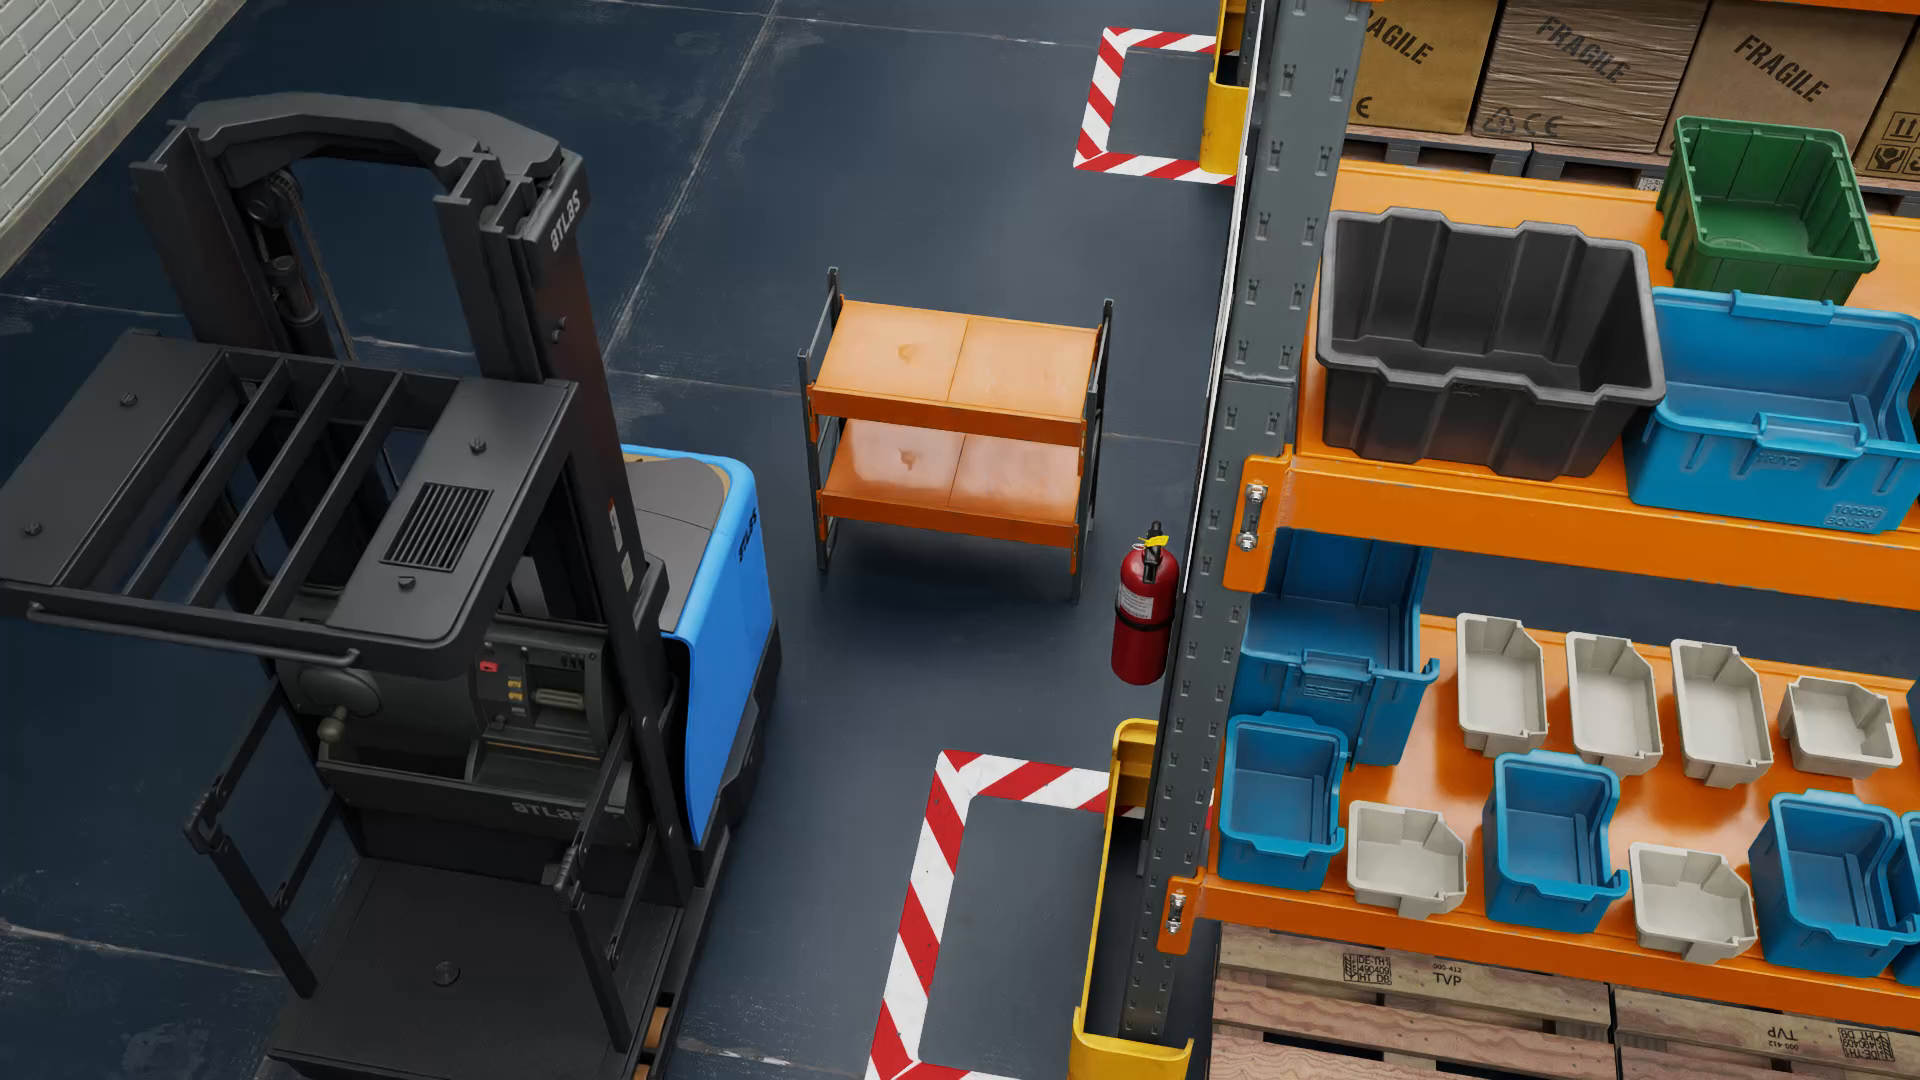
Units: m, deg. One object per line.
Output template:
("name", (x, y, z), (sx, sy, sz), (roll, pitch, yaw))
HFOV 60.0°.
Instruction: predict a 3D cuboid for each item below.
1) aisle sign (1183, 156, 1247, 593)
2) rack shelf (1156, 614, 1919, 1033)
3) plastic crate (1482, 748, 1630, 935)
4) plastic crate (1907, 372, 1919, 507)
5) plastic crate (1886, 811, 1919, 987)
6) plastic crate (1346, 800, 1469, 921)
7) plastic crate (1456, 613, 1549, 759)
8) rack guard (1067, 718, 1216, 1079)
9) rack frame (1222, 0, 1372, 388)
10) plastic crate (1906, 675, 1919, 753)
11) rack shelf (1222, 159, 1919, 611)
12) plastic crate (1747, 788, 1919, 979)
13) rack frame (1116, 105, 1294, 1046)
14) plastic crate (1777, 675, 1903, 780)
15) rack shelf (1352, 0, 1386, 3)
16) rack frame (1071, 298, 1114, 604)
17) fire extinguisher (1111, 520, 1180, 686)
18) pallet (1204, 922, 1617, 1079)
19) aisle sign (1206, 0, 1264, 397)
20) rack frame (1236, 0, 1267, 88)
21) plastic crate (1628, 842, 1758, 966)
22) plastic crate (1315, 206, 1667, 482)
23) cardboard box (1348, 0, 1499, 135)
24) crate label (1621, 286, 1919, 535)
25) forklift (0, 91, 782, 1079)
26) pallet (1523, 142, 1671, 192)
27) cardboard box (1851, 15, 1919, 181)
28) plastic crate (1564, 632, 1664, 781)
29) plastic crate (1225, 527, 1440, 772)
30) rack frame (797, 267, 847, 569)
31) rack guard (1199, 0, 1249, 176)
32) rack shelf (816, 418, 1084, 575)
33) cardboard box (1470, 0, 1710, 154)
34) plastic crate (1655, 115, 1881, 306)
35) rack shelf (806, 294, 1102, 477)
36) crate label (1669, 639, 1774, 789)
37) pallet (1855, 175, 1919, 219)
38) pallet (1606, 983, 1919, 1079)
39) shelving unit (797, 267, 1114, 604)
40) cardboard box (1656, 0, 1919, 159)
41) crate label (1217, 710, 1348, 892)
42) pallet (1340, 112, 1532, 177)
("aisle sign", (0.492, -0.300, 3.227), (0.004, 0.787, 0.394), (8, 49, 7))
("rack shelf", (2.584, 0.866, 4.411), (4.000, 0.370, 1.077), (8, 49, 7))
("plastic crate", (1.448, 0.757, 4.097), (0.300, 0.233, 0.416), (8, 49, 7))
("plastic crate", (2.070, -0.218, 2.926), (0.767, 0.338, 0.504), (8, 49, 7))
("plastic crate", (2.391, 0.884, 3.983), (0.300, 0.233, 0.416), (8, 49, 7))
("plastic crate", (1.101, 0.806, 4.119), (0.298, 0.136, 0.250), (8, 49, 7))
("plastic crate", (1.450, 0.404, 4.479), (0.243, 0.136, 0.396), (8, 49, 7))
("rack guard", (0.590, 1.203, 5.305), (0.348, 0.500, 1.175), (8, 49, 7))
("rack frame", (0.616, -1.644, 2.150), (0.127, 3.000, 1.000), (8, 49, 7))
("plastic crate", (2.682, 0.481, 4.346), (0.300, 0.233, 0.416), (8, 49, 7))
("rack shelf", (2.584, -0.137, 3.295), (4.000, 0.370, 1.077), (8, 49, 7))
("plastic crate", (2.096, 0.844, 4.019), (0.300, 0.233, 0.416), (8, 49, 7))
("rack frame", (0.616, 0.361, 4.381), (0.127, 3.000, 1.000), (8, 49, 7))
("plastic crate", (2.306, 0.498, 4.395), (0.250, 0.136, 0.298), (8, 49, 7))
("rack shelf", (2.584, -1.006, 2.328), (4.000, 0.370, 1.077), (8, 49, 7))
("rack frame", (0.494, -0.310, 6.244), (0.032, 1.125, 0.500), (8, 49, 7))
("fire extinguisher", (0.548, 0.159, 4.866), (0.183, 0.674, 0.296), (8, 49, 7))
("pallet", (1.420, 1.430, 5.295), (1.213, 0.211, 1.003), (8, 49, 7))
("aisle sign", (0.597, -0.732, 3.615), (0.004, 0.787, 0.394), (8, 49, 7))
("rack frame", (1.497, -3.265, 7.639), (0.127, 3.000, 1.000), (8, 49, 7))
("plastic crate", (1.769, 0.895, 4.038), (0.298, 0.136, 0.250), (8, 49, 7))
("plastic crate", (0.945, -0.343, 3.085), (0.590, 0.269, 0.497), (8, 49, 7))
("cardboard box", (2.141, -2.669, 8.250), (0.875, 0.875, 0.875), (8, 49, 7))
("crate label", (1.466, -0.234, 2.999), (0.502, 0.251, 0.408), (8, 49, 7))
("forklift", (-1.431, 0.490, 4.311), (1.130, 2.935, 3.031), (8, 49, 7))
("pallet", (3.494, -2.121, 8.486), (1.213, 0.211, 1.003), (8, 49, 7))
("cardboard box", (4.798, -2.312, 7.929), (0.875, 0.875, 0.875), (8, 49, 7))
("plastic crate", (1.733, 0.453, 4.435), (0.243, 0.136, 0.396), (8, 49, 7))
("plastic crate", (0.978, 0.236, 4.429), (0.499, 0.435, 0.616), (8, 49, 7))
("rack frame", (-0.507, -0.444, 6.365), (0.032, 1.125, 0.500), (8, 49, 7))
("rack guard", (1.473, -2.432, 8.571), (0.348, 0.500, 1.175), (8, 49, 7))
("rack shelf", (-0.007, -0.213, 6.486), (1.000, 0.278, 0.538), (8, 49, 7))
("cardboard box", (3.036, -2.548, 8.141), (0.875, 0.875, 0.875), (8, 49, 7))
("plastic crate", (1.637, -0.650, 3.415), (0.336, 0.188, 0.450), (8, 49, 7))
("rack shelf", (-0.007, -0.572, 6.087), (1.000, 0.278, 0.538), (8, 49, 7))
("crate label", (2.011, 0.472, 4.418), (0.243, 0.136, 0.396), (8, 49, 7))
("pallet", (4.698, -1.961, 8.342), (1.213, 0.211, 1.003), (8, 49, 7))
("pallet", (2.617, 1.593, 5.148), (1.213, 0.211, 1.003), (8, 49, 7))
("shelving unit", (-0.007, -0.377, 6.304), (1.048, 1.125, 0.538), (8, 49, 7))
("cardboard box", (3.912, -2.431, 8.036), (0.875, 0.875, 0.875), (8, 49, 7))
("crate label", (0.800, 0.670, 4.175), (0.303, 0.233, 0.416), (8, 49, 7))
("pallet", (2.297, -2.284, 8.633), (1.213, 0.211, 1.003), (8, 49, 7))
